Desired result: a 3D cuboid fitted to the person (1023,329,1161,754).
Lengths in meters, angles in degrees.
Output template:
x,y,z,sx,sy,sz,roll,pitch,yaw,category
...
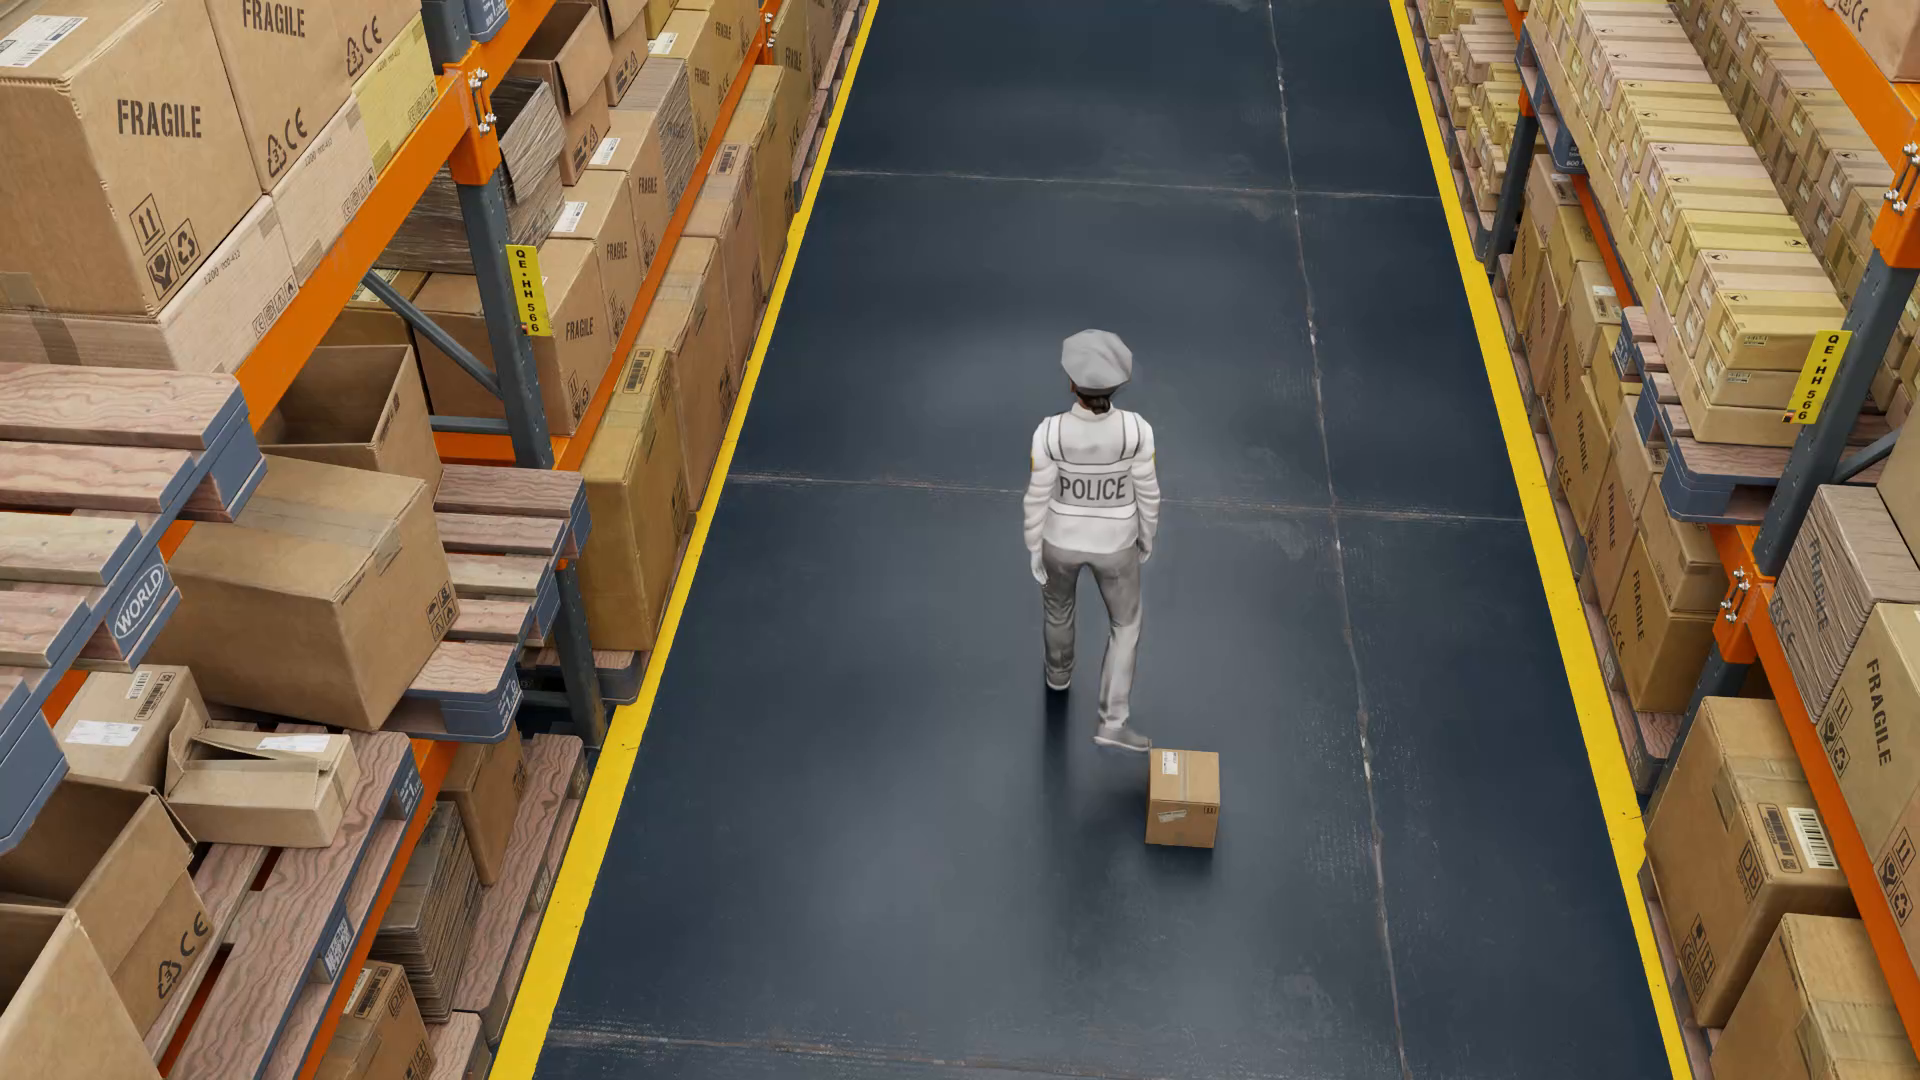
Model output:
x,y,z,sx,sy,sz,roll,pitch,yaw,category
0.485,0.049,6.059,0.527,1.666,0.784,3,40,4,person
